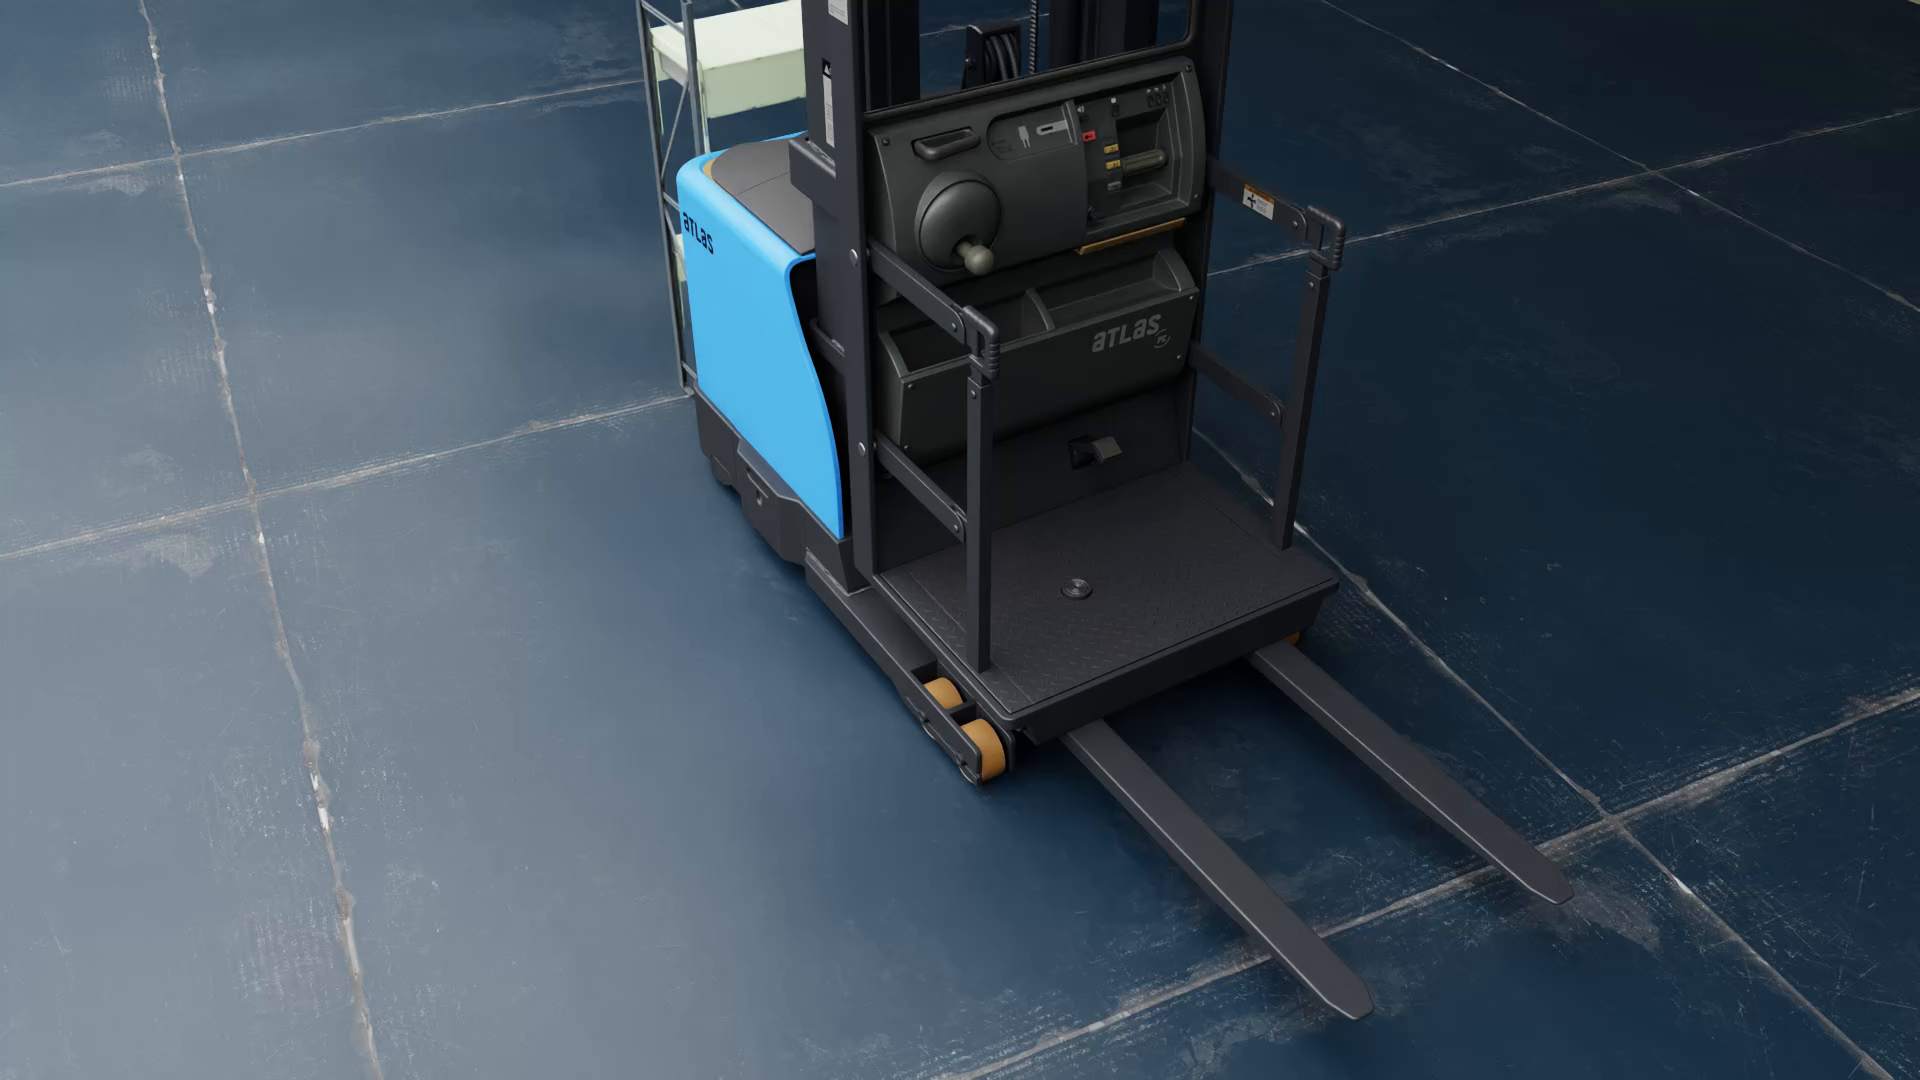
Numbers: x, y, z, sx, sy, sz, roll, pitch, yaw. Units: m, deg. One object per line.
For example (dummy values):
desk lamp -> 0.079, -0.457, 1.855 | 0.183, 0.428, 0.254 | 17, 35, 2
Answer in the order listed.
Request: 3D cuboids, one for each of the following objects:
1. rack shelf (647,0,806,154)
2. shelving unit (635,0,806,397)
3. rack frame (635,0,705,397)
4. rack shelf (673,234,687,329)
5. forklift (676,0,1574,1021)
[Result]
rack shelf -> -0.584, -1.489, 5.343 | 0.720, 0.370, 0.431 | -20, 41, -25
shelving unit -> -0.584, -1.175, 5.575 | 0.755, 1.500, 0.431 | -20, 41, -25
rack frame -> -0.895, -1.060, 5.419 | 0.023, 1.500, 0.400 | -20, 41, -25
rack shelf -> -0.584, -0.913, 5.770 | 0.720, 0.370, 0.431 | -20, 41, -25
forklift -> 0.329, -0.857, 3.945 | 1.130, 2.935, 3.031 | -20, 41, -25
